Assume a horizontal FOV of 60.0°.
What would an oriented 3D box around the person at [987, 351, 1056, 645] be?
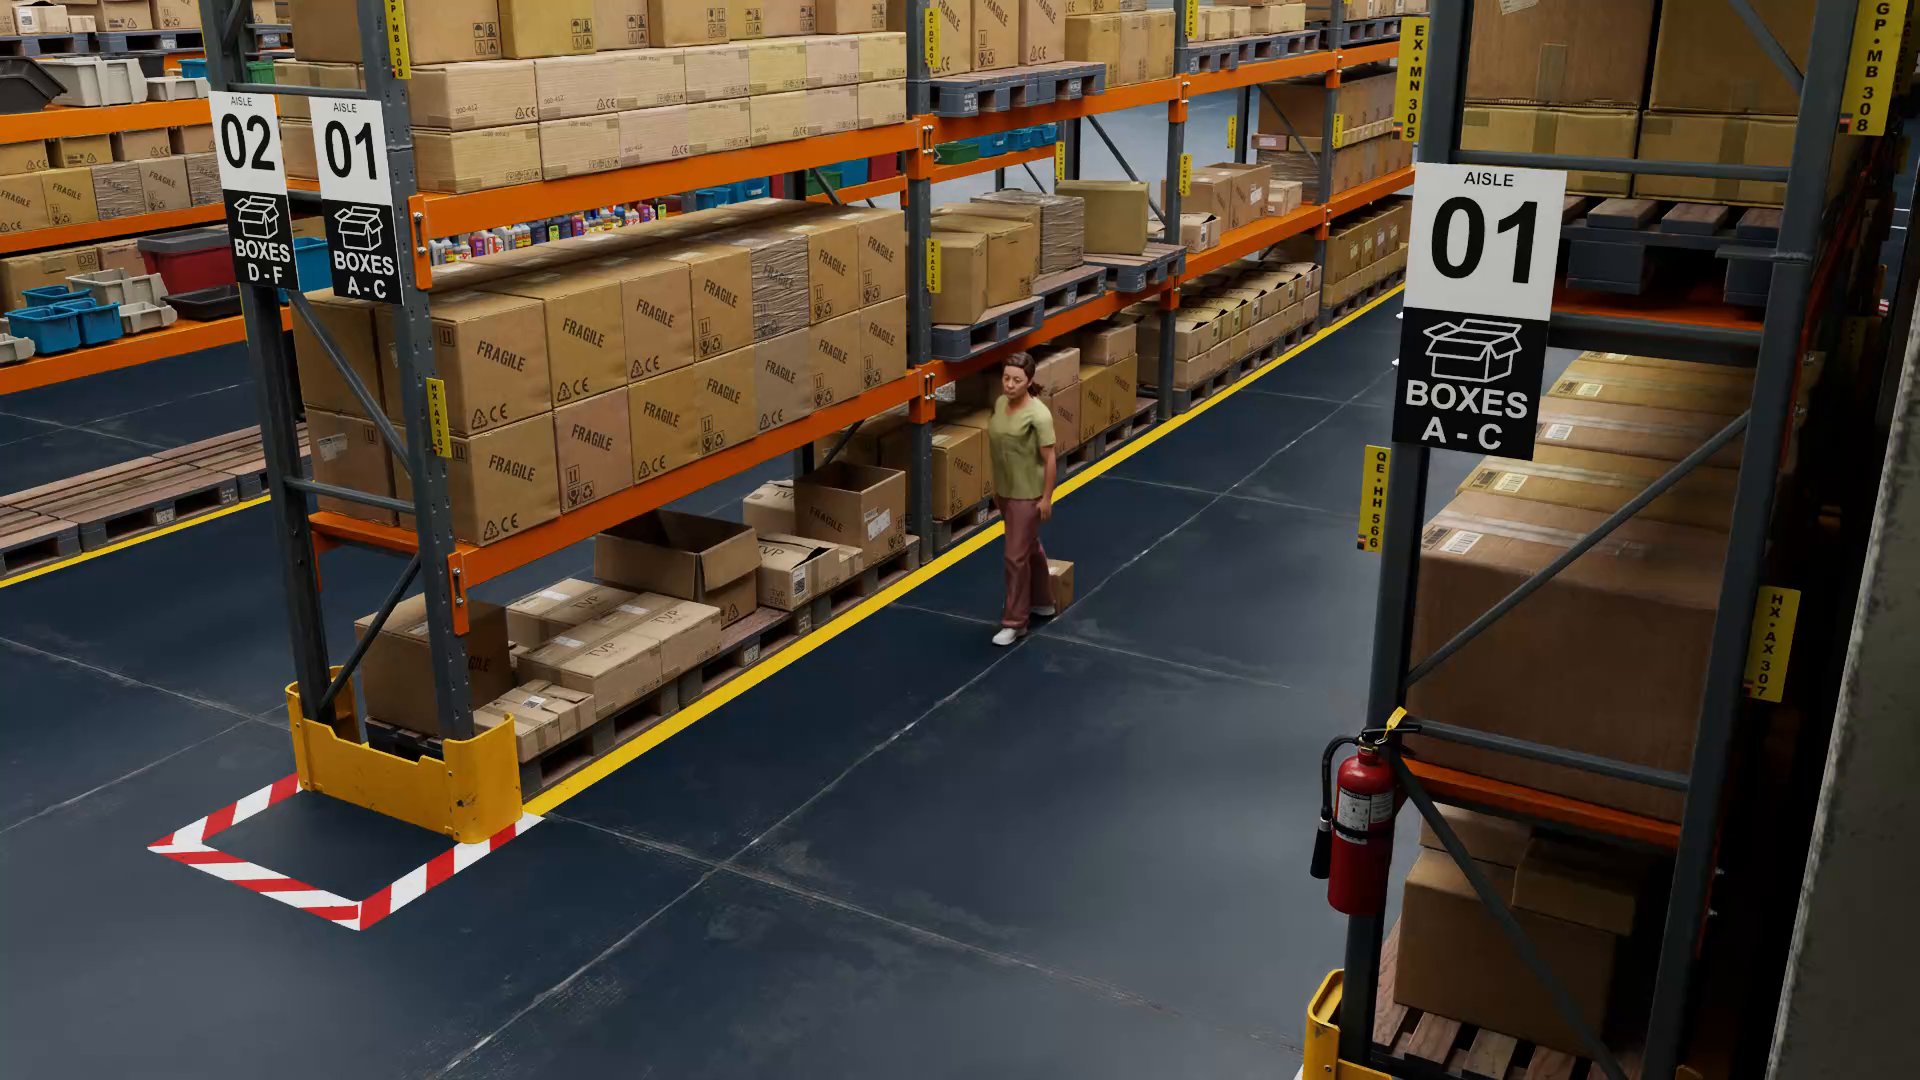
[{"bbox_3d":[0.350,-0.264,9.436,0.568,1.666,0.477,-13,23,-32],"label":"person"}]
